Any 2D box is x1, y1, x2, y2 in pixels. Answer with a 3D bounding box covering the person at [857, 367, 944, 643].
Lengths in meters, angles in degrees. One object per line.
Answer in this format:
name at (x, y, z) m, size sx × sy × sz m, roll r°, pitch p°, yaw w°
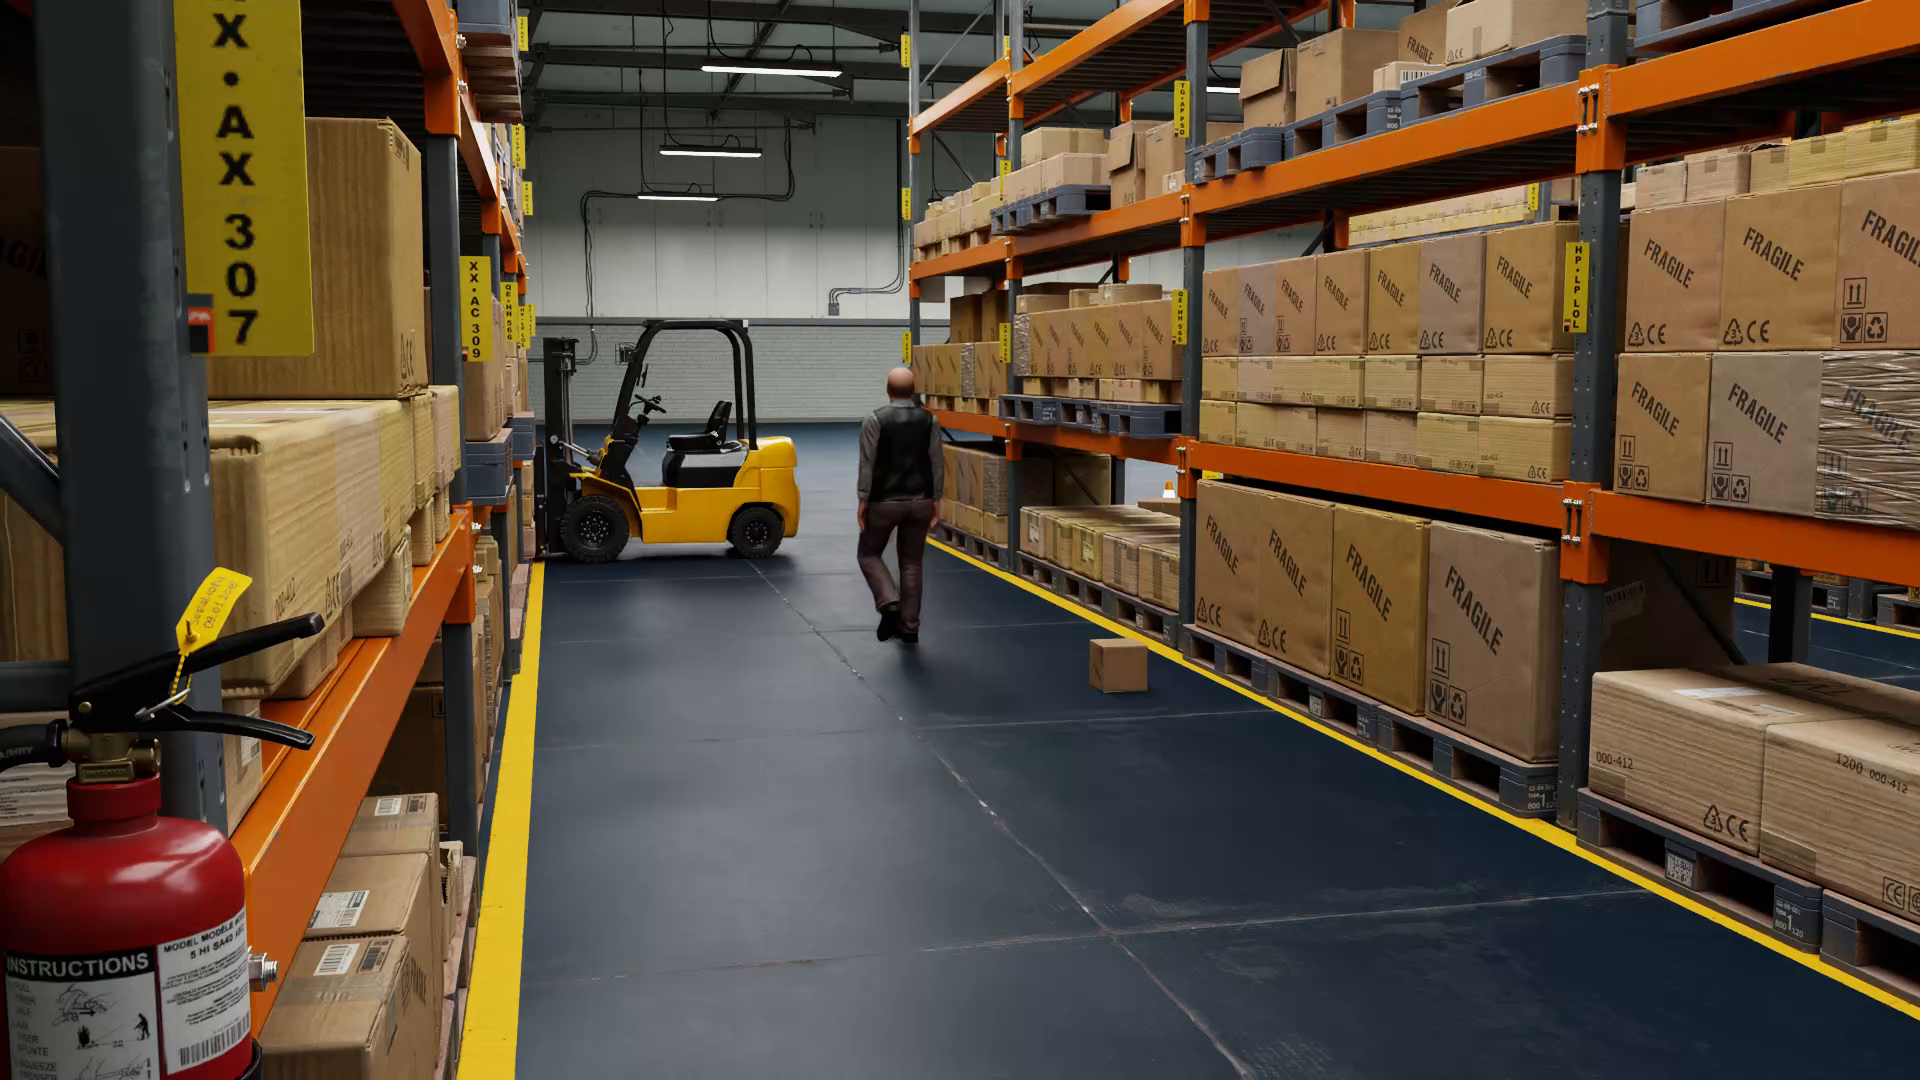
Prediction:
person at (-0.383, -0.221, 10.392) m, size 0.565 × 1.714 × 0.463 m, roll -2°, pitch 6°, yaw -17°
